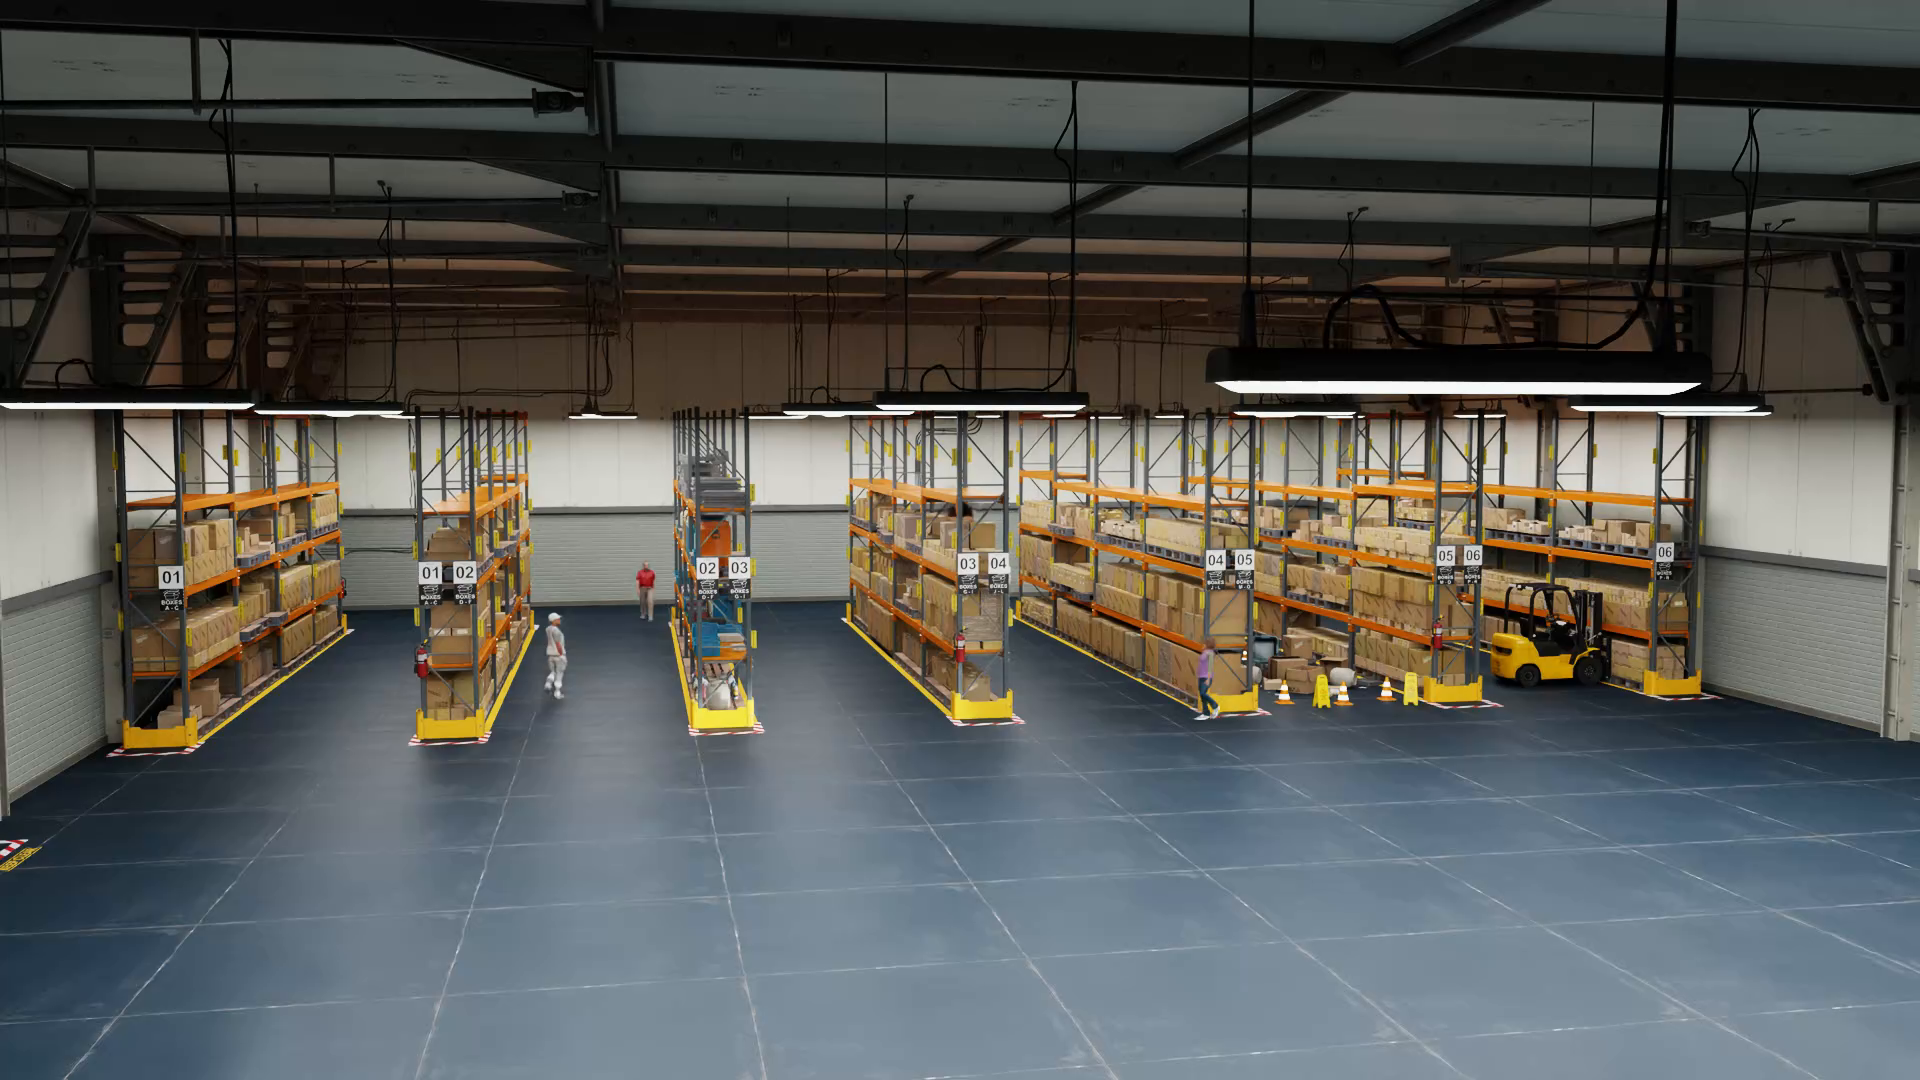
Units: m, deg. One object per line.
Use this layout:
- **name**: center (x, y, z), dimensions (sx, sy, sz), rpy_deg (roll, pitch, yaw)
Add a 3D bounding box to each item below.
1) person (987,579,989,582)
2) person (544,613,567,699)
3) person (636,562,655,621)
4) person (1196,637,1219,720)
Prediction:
- **person**: center (0.960, 1.375, 49.388), dimensions (0.800, 1.644, 0.596), rpy_deg (-2, 4, -24)
- **person**: center (-8.320, 2.382, 34.204), dimensions (0.543, 1.783, 0.497), rpy_deg (2, 4, 25)
- **person**: center (-9.043, 1.462, 47.835), dimensions (0.528, 1.670, 0.979), rpy_deg (-1, 4, -12)
- **person**: center (4.715, 2.656, 31.861), dimensions (0.439, 1.587, 0.426), rpy_deg (-2, 5, -27)
